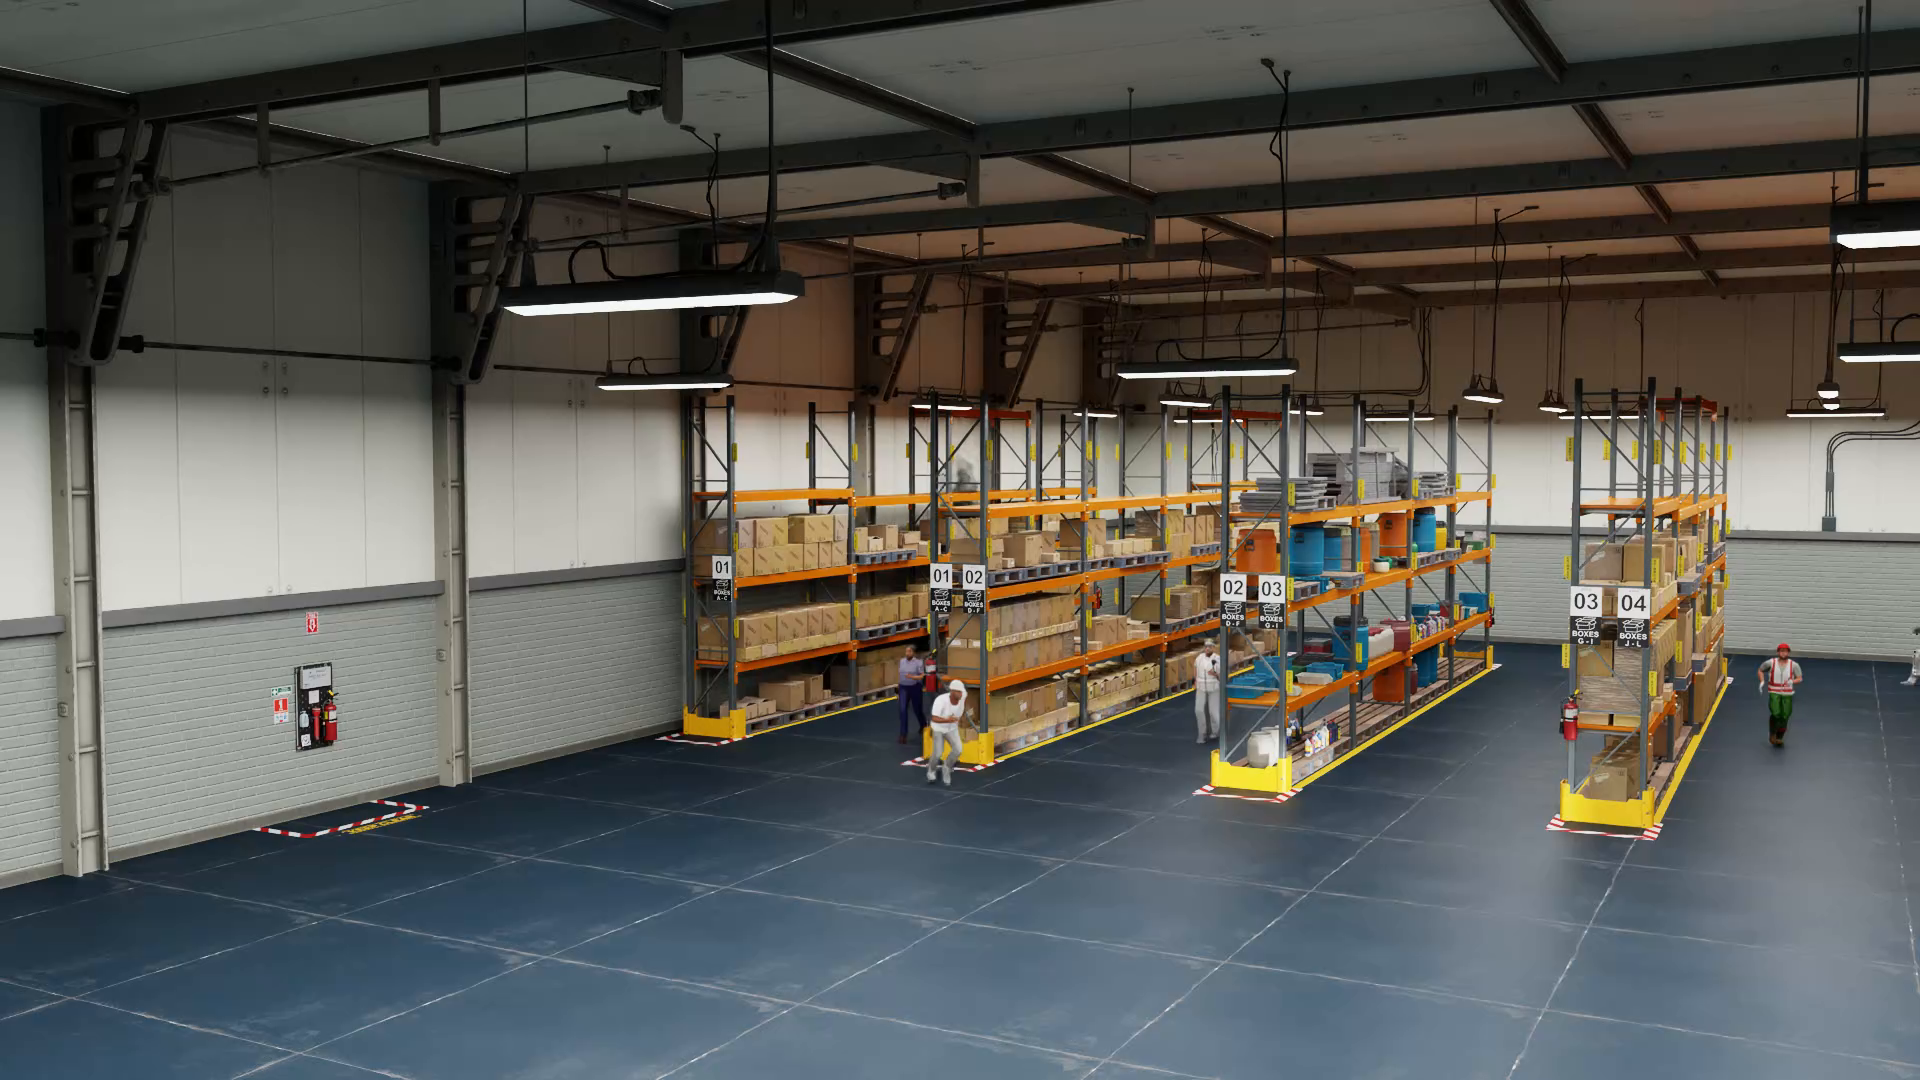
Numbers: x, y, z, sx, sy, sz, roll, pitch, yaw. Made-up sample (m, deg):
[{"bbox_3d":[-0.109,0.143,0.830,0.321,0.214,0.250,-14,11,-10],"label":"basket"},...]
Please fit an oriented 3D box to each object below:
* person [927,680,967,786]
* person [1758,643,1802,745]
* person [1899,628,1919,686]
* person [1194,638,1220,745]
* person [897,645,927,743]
[{"bbox_3d":[-0.174,2.879,24.989,0.738,1.627,0.948,-2,4,-33],"label":"person"},{"bbox_3d":[13.933,2.623,28.217,0.652,1.752,0.641,1,3,17],"label":"person"},{"bbox_3d":[20.556,2.239,35.347,0.979,1.747,0.711,1,3,21],"label":"person"},{"bbox_3d":[4.292,2.618,28.711,0.639,1.841,0.745,1,3,21],"label":"person"},{"bbox_3d":[-0.841,2.638,28.832,0.599,1.651,0.903,1,3,19],"label":"person"}]
